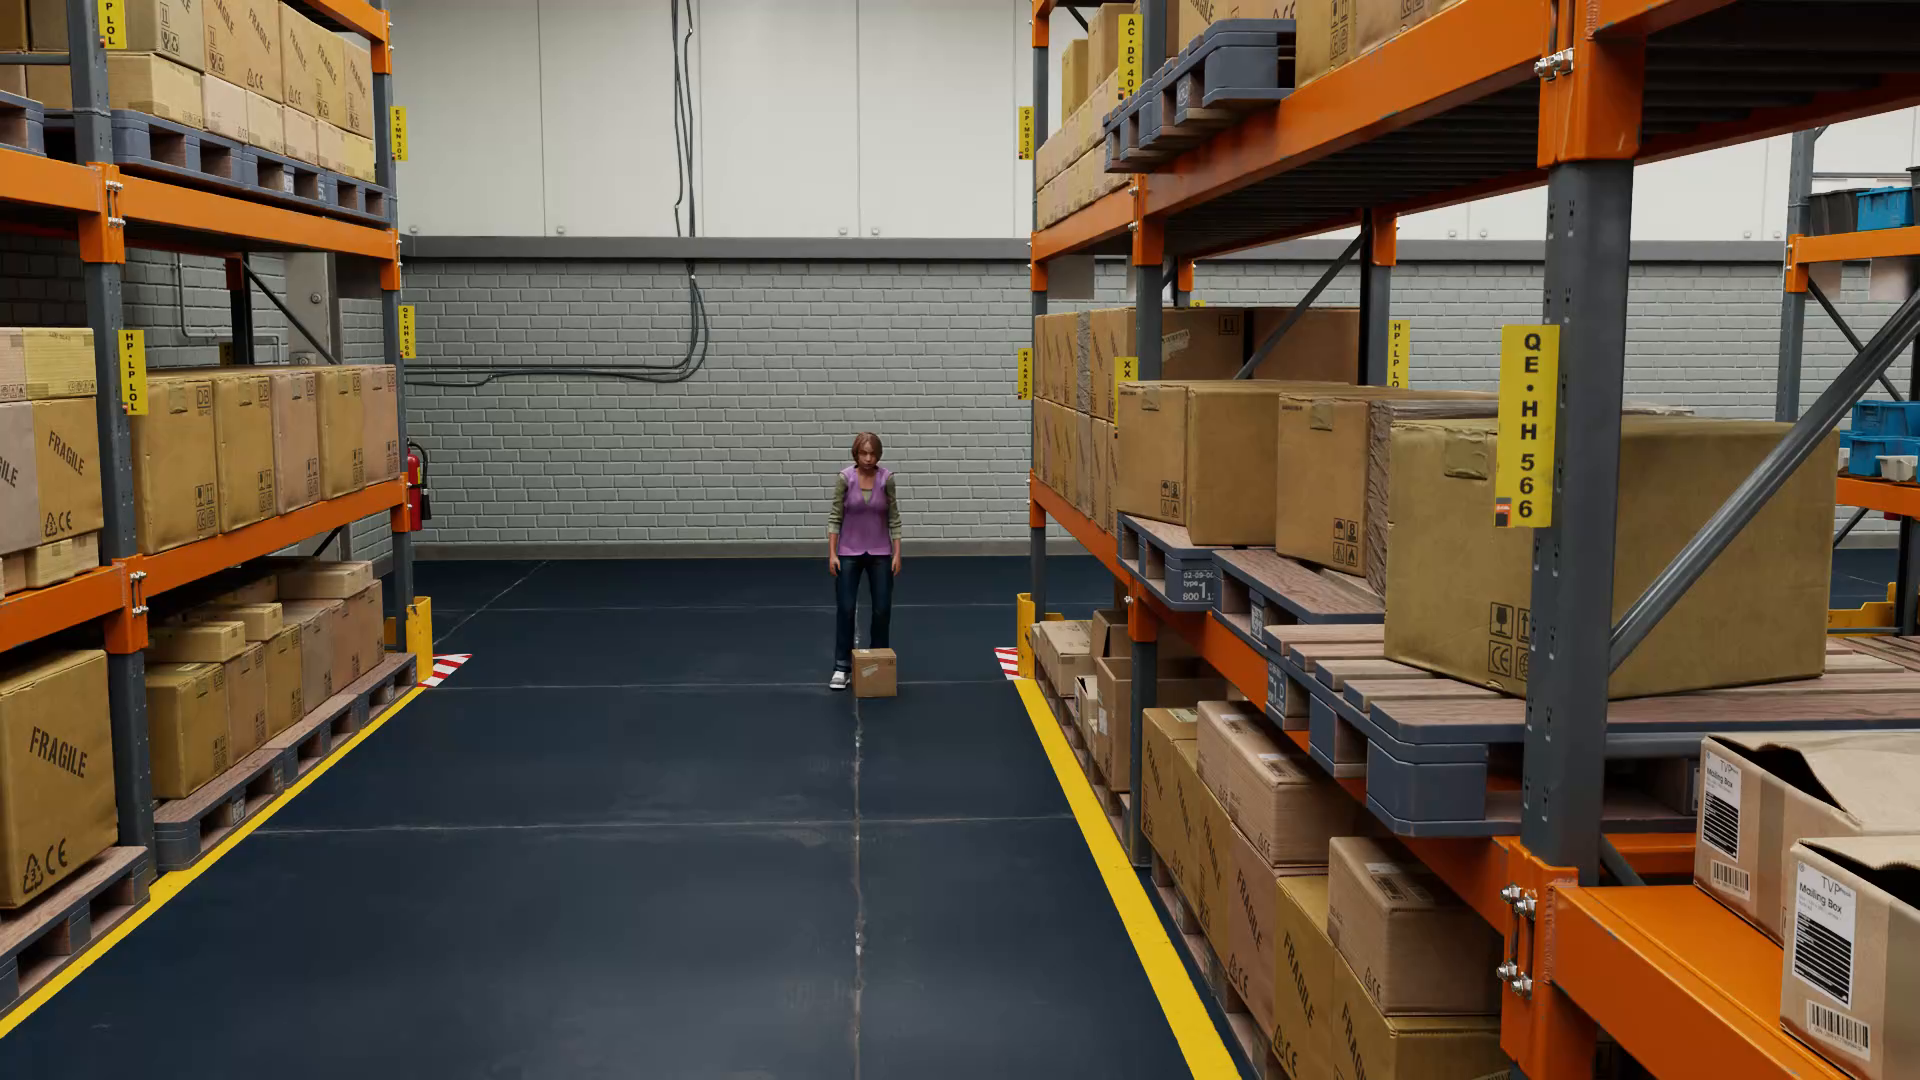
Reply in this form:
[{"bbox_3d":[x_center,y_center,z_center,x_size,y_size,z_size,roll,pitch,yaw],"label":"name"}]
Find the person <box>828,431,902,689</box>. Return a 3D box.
[{"bbox_3d":[-0.590,0.125,10.343,0.463,1.582,0.343,-1,7,-7],"label":"person"}]
